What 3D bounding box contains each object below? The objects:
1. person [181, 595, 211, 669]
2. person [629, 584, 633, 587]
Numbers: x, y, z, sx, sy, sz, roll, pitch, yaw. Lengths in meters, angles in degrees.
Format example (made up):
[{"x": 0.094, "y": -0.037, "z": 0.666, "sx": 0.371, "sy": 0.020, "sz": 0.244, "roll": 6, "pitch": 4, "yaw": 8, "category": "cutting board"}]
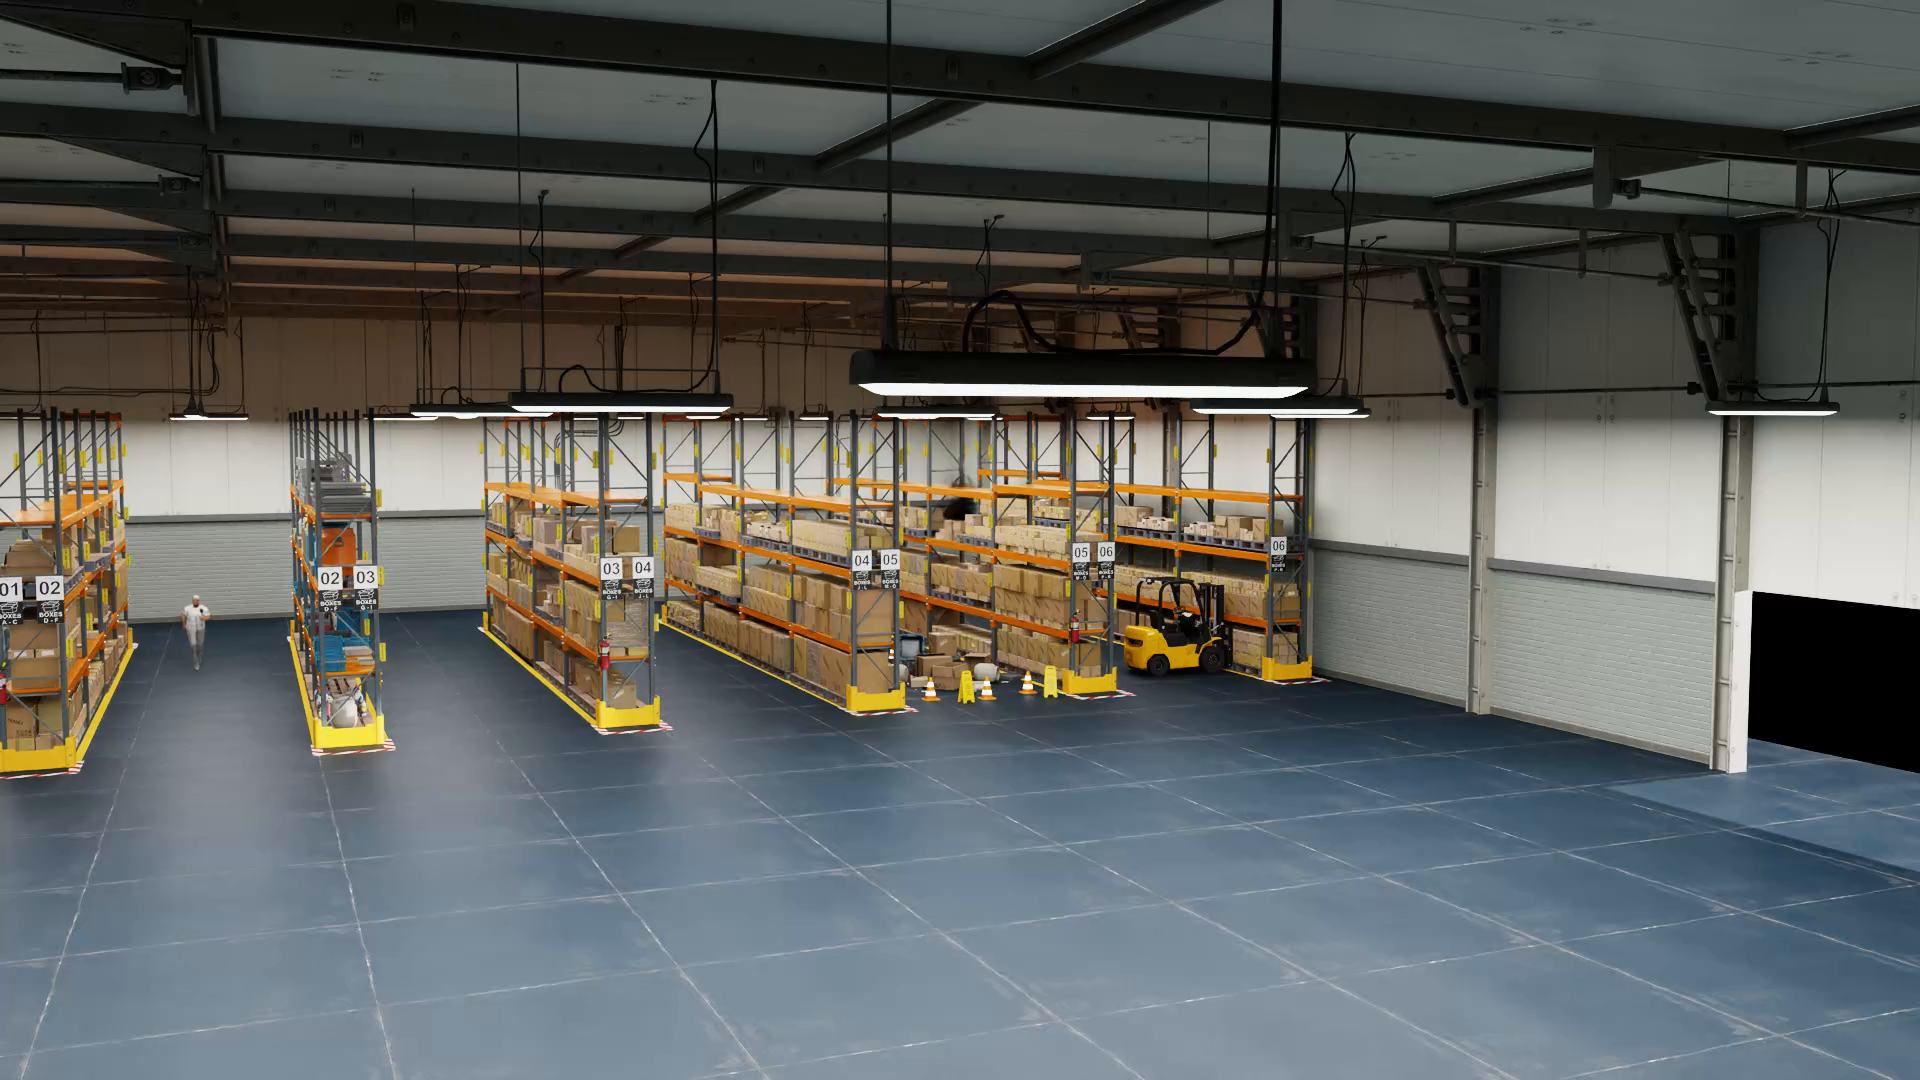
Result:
[{"x": -17.976, "y": 2.141, "z": 39.159, "sx": 0.580, "sy": 1.710, "sz": 0.826, "roll": -3, "pitch": 5, "yaw": -34, "category": "person"}, {"x": -8.659, "y": 1.718, "z": 45.001, "sx": 0.670, "sy": 1.767, "sz": 0.962, "roll": -1, "pitch": 4, "yaw": -16, "category": "person"}]
